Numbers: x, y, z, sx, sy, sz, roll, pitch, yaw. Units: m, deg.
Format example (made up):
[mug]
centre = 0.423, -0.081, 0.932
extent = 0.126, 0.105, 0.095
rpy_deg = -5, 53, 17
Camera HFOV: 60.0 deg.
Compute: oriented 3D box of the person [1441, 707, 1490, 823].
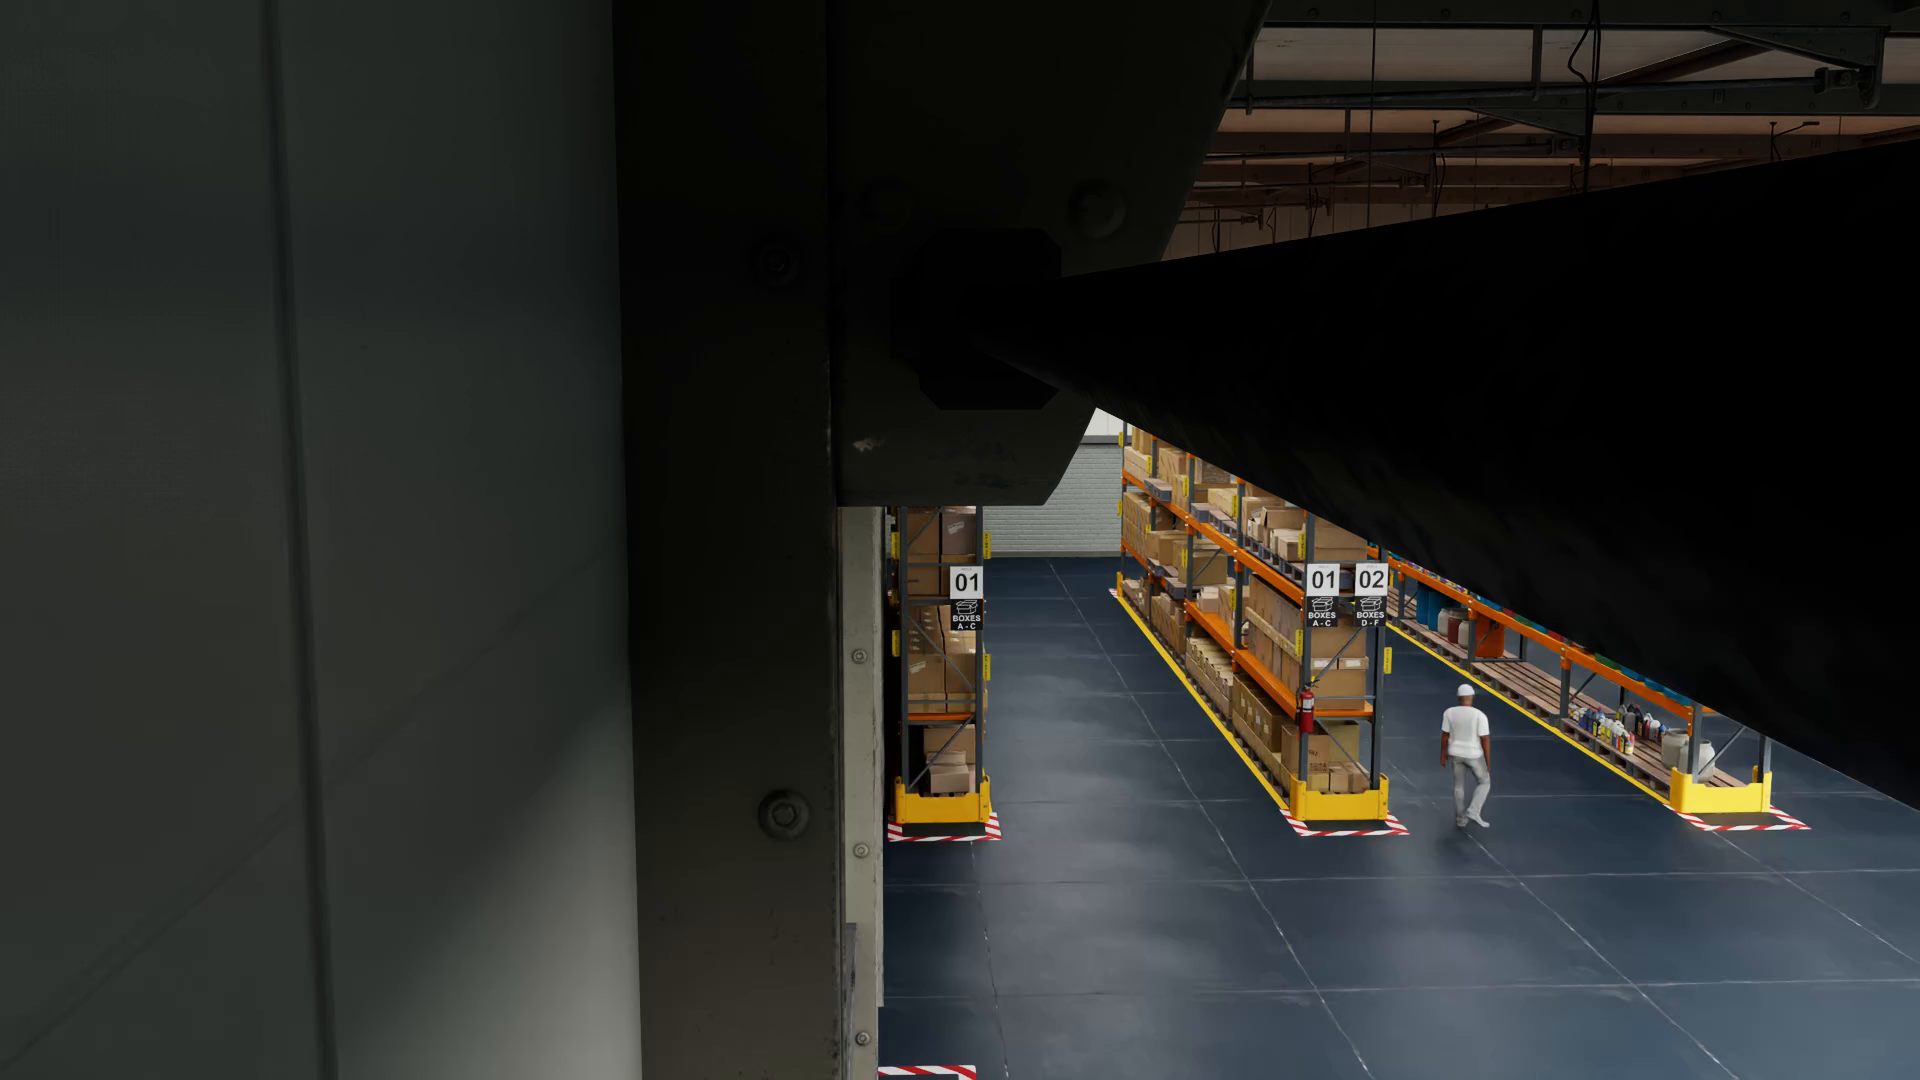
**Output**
[person]
centre = 6.150, 2.742, 20.285
extent = 0.582, 1.413, 0.446
rpy_deg = 5, 10, 33
